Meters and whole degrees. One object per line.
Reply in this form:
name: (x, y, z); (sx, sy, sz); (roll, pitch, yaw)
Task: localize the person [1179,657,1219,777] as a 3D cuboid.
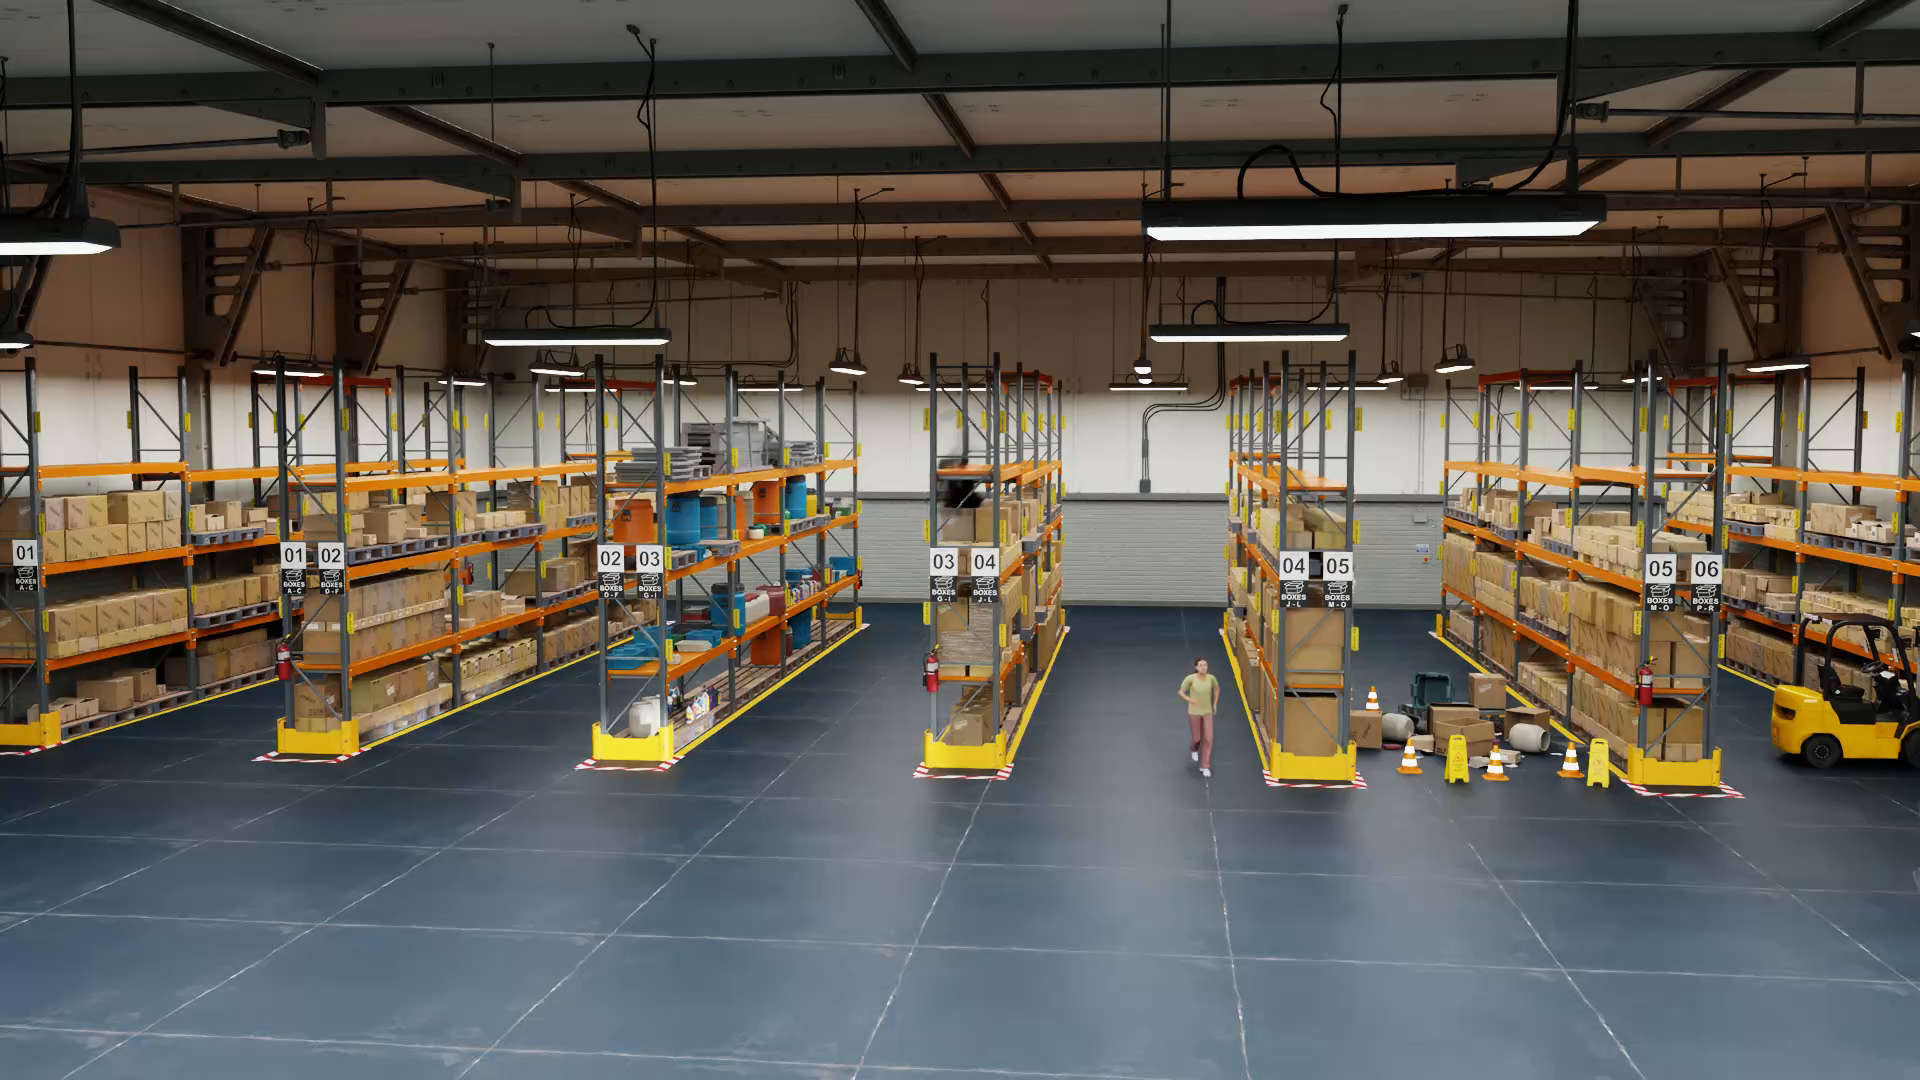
person: (3.443, 2.502, 23.868); (0.616, 1.669, 0.834); (0, 4, -4)

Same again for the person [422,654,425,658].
person: (-11.077, 1.774, 34.056); (0.568, 1.631, 0.535); (-1, 4, -11)
